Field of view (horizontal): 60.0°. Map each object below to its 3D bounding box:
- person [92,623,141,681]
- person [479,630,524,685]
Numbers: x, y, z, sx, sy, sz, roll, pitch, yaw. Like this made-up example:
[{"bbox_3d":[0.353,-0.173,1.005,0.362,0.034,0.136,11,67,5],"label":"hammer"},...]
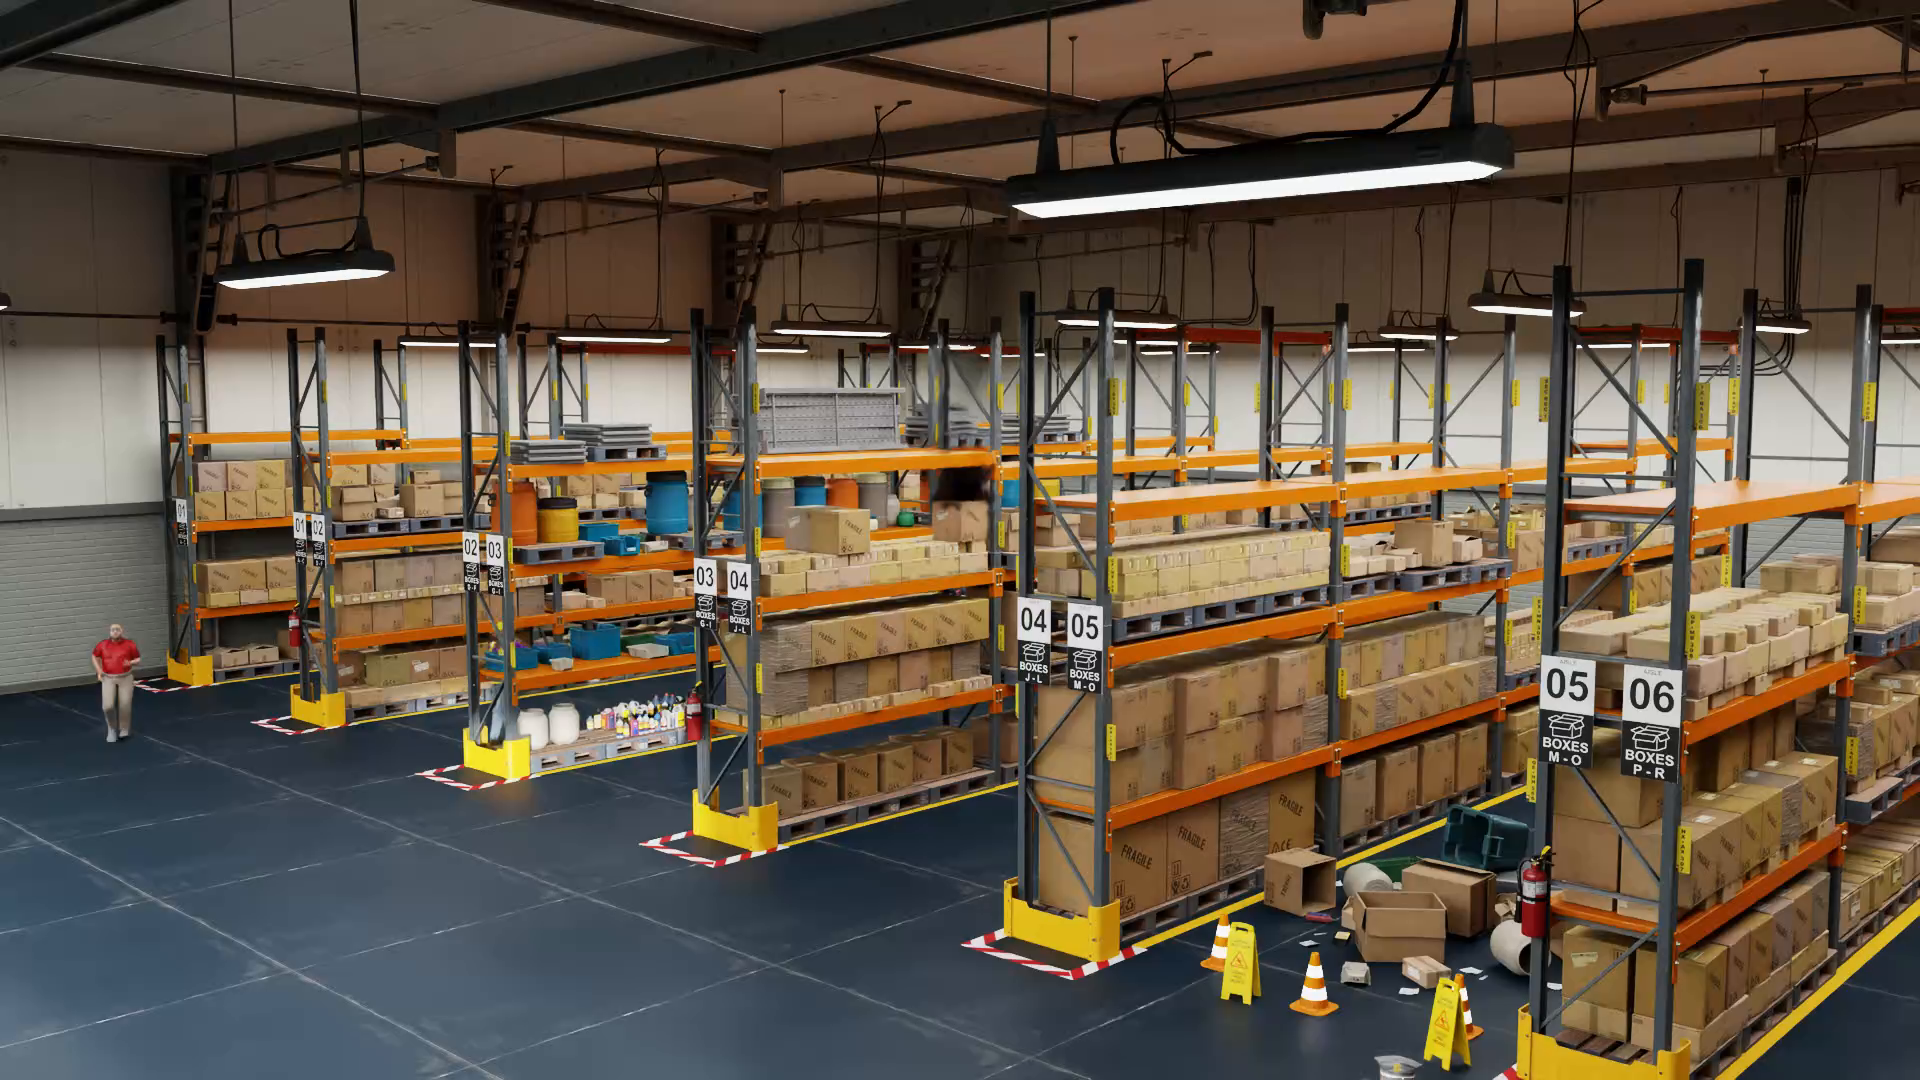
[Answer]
[{"bbox_3d":[-12.157,1.615,23.933,0.641,0.830,0.650,-2,6,-24],"label":"person"},{"bbox_3d":[-6.556,1.676,23.695,0.700,0.766,0.641,4,7,38],"label":"person"}]
